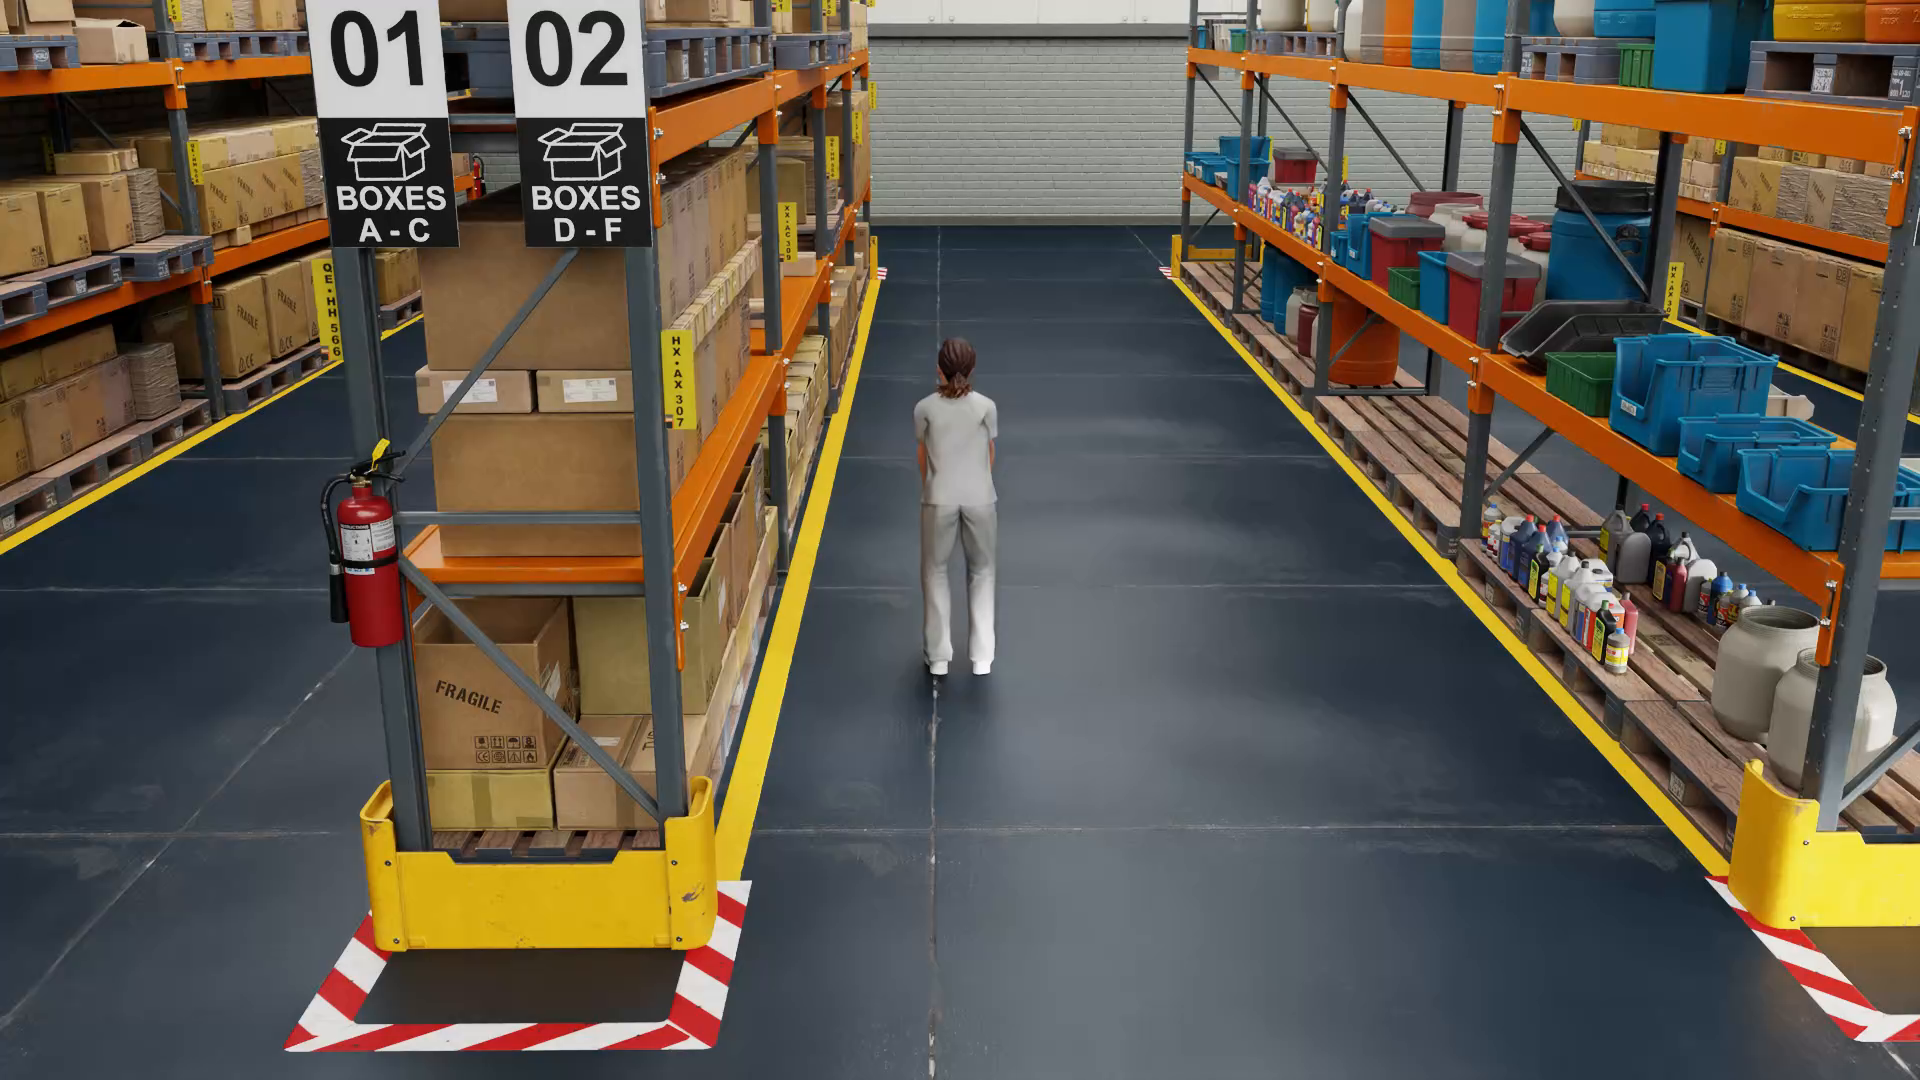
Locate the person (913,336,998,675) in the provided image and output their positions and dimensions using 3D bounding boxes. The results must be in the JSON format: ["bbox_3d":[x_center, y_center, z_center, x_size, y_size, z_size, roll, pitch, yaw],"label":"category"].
[{"bbox_3d":[-0.022,-0.182,8.161,0.411,1.668,0.501,-1,17,-3],"label":"person"}]
